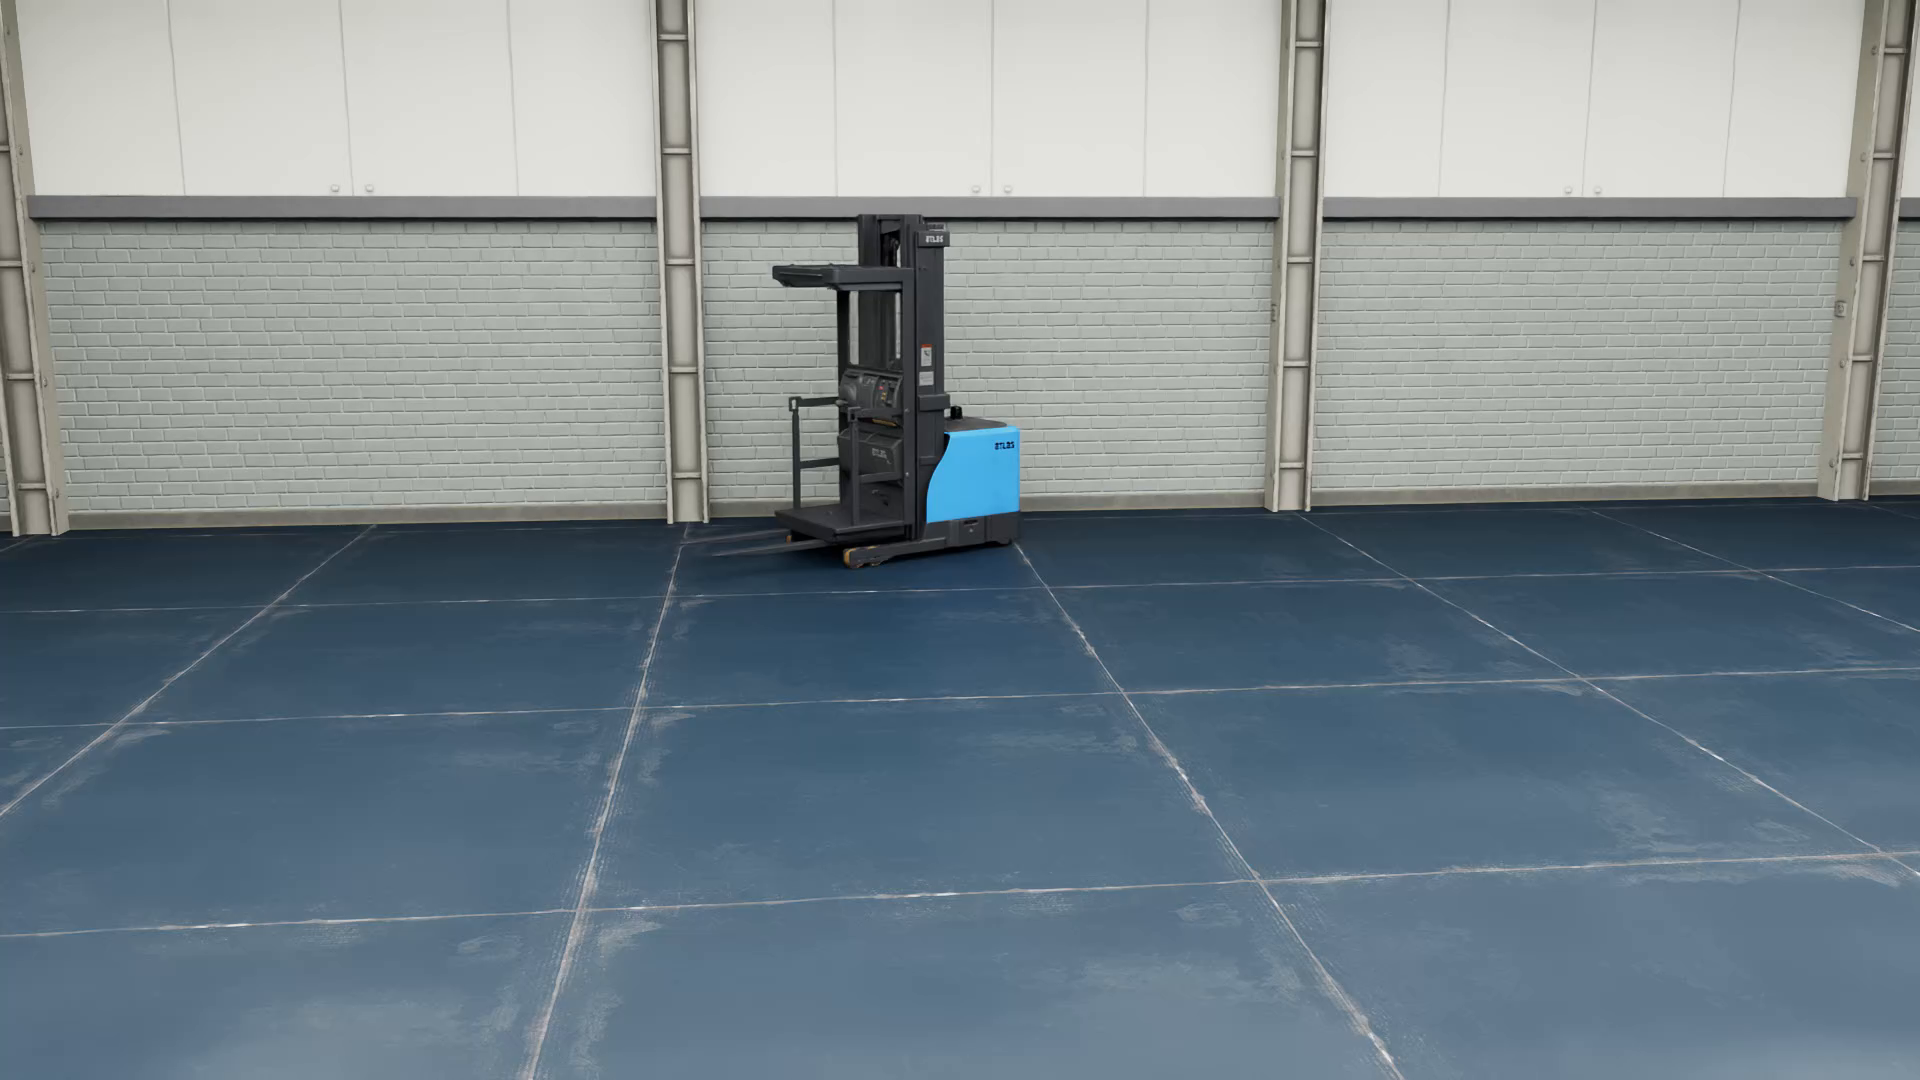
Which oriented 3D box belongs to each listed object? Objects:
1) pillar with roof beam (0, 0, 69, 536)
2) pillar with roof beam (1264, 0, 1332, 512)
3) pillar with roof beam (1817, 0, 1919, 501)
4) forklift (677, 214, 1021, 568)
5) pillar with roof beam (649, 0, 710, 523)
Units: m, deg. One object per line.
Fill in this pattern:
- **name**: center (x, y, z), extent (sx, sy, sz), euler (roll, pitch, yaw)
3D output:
- **pillar with roof beam**: center (-8.147, -3.658, 10.531), extent (0.400, 9.000, 9.100), euler (-1, 11, -6)
- **pillar with roof beam**: center (3.783, -3.908, 11.803), extent (0.400, 9.000, 9.100), euler (-1, 11, -6)
- **pillar with roof beam**: center (9.748, -4.033, 12.439), extent (0.400, 9.000, 9.100), euler (-1, 11, -6)
- **forklift**: center (-0.949, -1.314, 14.335), extent (3.031, 2.935, 1.130), euler (-8, 14, -34)
- **pillar with roof beam**: center (-2.182, -3.783, 11.167), extent (0.400, 9.000, 9.100), euler (-1, 11, -6)
